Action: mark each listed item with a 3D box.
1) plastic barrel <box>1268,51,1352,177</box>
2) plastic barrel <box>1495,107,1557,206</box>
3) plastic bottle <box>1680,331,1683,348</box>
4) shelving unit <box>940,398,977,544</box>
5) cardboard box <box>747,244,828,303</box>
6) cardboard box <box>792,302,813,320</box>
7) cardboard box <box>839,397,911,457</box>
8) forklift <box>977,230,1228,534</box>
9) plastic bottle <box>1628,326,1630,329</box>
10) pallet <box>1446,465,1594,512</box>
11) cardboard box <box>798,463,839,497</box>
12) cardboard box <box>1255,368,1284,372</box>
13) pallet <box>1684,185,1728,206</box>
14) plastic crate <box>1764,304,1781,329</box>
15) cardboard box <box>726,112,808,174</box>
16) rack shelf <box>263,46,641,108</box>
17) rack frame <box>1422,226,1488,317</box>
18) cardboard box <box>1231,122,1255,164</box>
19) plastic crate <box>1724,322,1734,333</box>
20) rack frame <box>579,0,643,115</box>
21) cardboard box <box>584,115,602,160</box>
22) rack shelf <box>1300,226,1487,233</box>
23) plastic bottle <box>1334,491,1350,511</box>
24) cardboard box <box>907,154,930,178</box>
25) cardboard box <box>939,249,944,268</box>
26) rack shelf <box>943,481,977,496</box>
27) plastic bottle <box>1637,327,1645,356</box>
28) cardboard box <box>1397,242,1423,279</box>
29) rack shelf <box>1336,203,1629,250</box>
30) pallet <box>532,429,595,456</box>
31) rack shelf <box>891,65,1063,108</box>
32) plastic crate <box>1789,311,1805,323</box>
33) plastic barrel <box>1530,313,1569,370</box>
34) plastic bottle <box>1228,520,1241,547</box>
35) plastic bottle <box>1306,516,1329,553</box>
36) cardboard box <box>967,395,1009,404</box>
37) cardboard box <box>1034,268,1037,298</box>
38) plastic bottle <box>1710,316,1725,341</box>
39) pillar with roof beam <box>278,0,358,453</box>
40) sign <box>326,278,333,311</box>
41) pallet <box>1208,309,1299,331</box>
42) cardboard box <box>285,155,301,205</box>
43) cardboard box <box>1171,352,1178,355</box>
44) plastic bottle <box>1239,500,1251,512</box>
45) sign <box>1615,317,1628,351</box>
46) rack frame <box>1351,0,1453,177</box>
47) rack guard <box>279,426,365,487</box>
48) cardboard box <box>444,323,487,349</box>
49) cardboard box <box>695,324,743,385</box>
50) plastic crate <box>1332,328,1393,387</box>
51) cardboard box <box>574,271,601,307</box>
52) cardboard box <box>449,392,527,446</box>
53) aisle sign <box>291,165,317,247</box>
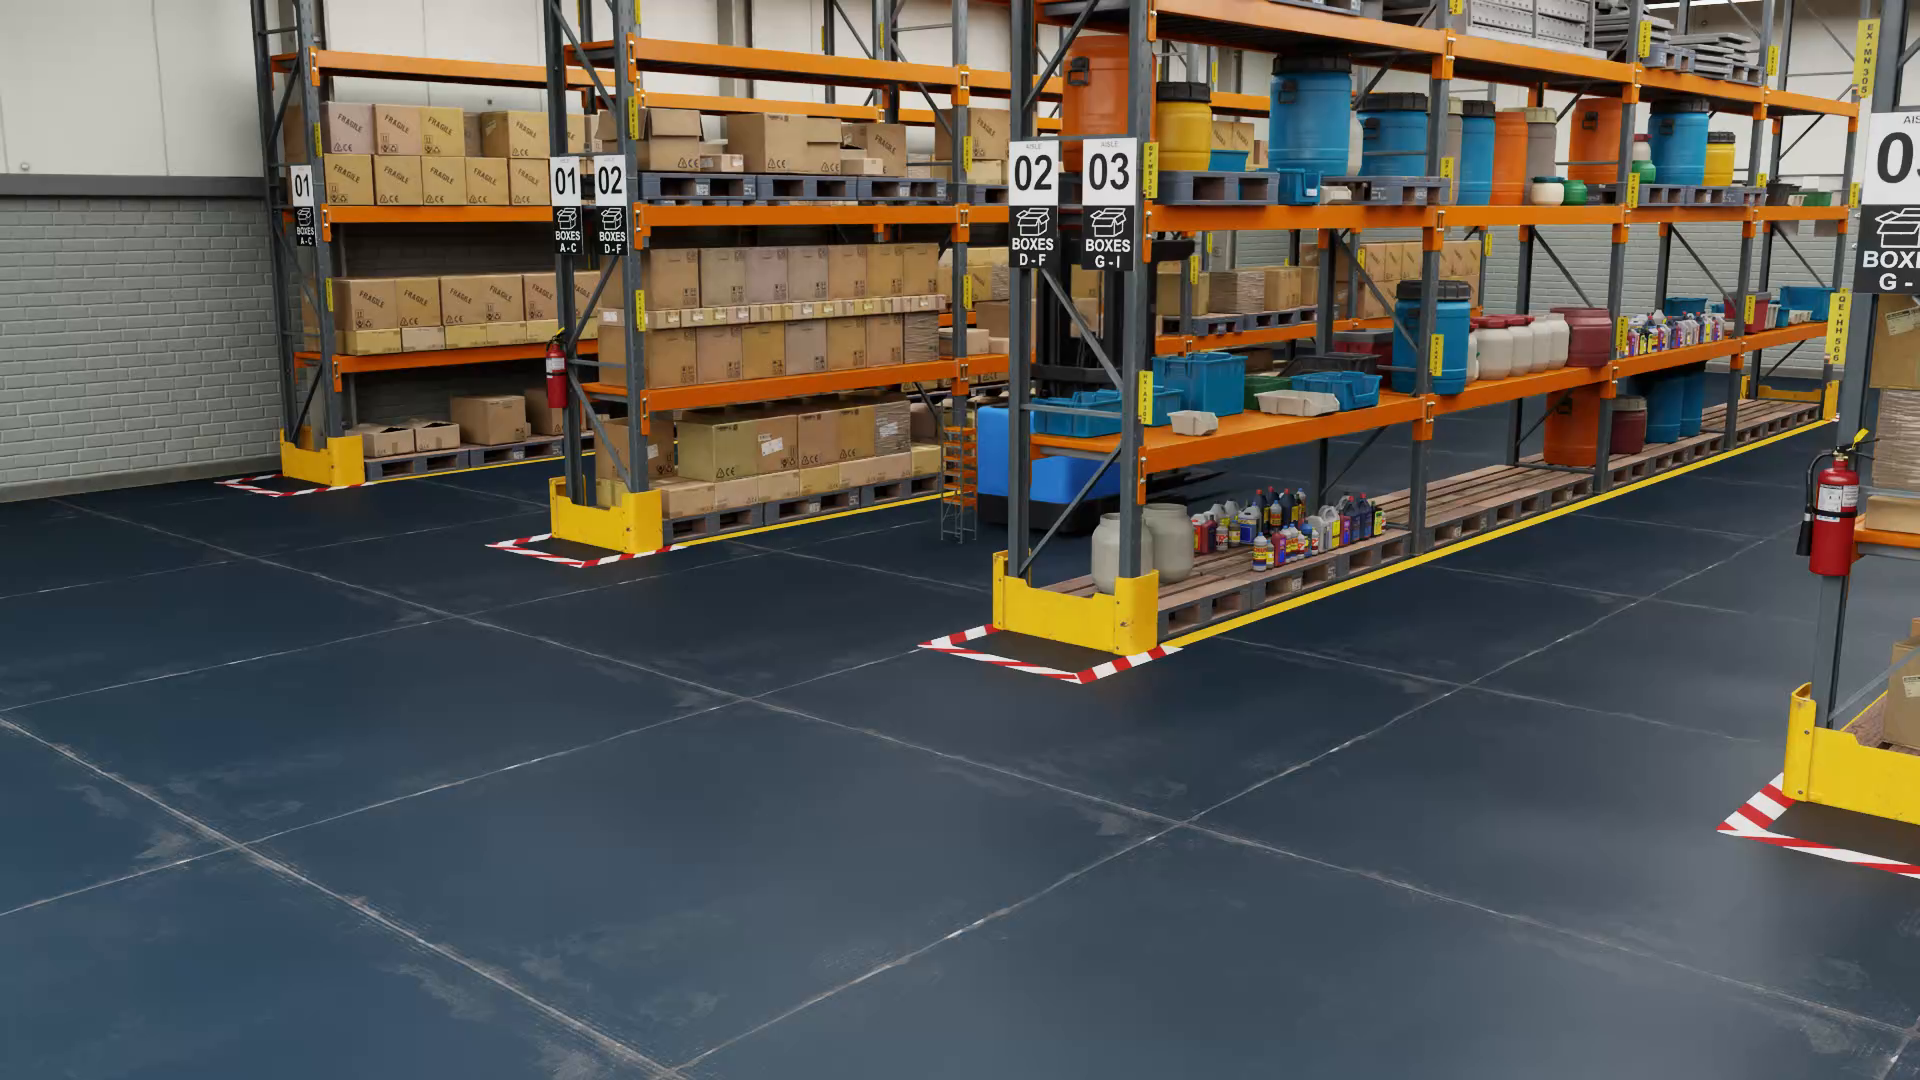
[{"bbox_3d":[2.636,-3.194,12.533,0.600,0.901,0.708,10,15,40],"label":"plastic barrel"},{"bbox_3d":[5.309,-3.616,15.720,0.600,0.901,0.600,0,11,0],"label":"plastic barrel"},{"bbox_3d":[7.765,-2.181,17.980,0.097,0.201,0.097,0,11,0],"label":"plastic bottle"},{"bbox_3d":[-0.010,-0.586,14.083,0.258,1.200,0.189,10,15,40],"label":"shelving unit"},{"bbox_3d":[-1.627,-2.442,15.213,0.700,0.500,0.500,10,15,40],"label":"cardboard box"},{"bbox_3d":[-1.549,-2.079,15.052,0.380,0.149,0.250,10,15,41],"label":"cardboard box"},{"bbox_3d":[-0.825,-1.102,16.101,0.500,0.500,0.500,10,15,40],"label":"cardboard box"},{"bbox_3d":[1.449,-1.721,15.343,1.130,2.935,3.031,9,14,38],"label":"forklift"},{"bbox_3d":[7.404,-2.281,18.479,0.097,0.201,0.097,0,11,0],"label":"plastic bottle"},{"bbox_3d":[5.474,-0.516,16.255,1.003,0.211,1.213,10,15,40],"label":"pallet"},{"bbox_3d":[-1.473,-0.584,15.427,0.500,0.250,0.500,10,15,40],"label":"cardboard box"},{"bbox_3d":[4.162,-1.957,21.608,0.500,0.500,0.500,10,15,41],"label":"cardboard box"},{"bbox_3d":[7.464,-3.664,17.721,1.003,0.211,1.213,10,15,40],"label":"pallet"},{"bbox_3d":[9.801,-2.753,20.485,0.437,0.282,0.530,10,15,40],"label":"plastic crate"},{"bbox_3d":[-1.684,-3.460,14.532,0.500,0.500,0.500,10,15,40],"label":"cardboard box"},{"bbox_3d":[-5.388,-4.978,18.004,1.077,0.370,4.000,10,15,40],"label":"rack shelf"},{"bbox_3d":[7.577,-3.810,25.630,1.000,3.000,0.127,10,15,40],"label":"rack frame"},{"bbox_3d":[3.262,-4.857,20.404,0.500,0.500,0.500,10,15,40],"label":"cardboard box"},{"bbox_3d":[9.069,-2.531,19.744,0.396,0.136,0.243,10,15,40],"label":"plastic crate"},{"bbox_3d":[-4.068,-5.627,19.407,1.000,3.000,0.127,10,15,40],"label":"rack frame"},{"bbox_3d":[-4.195,-4.596,19.046,0.500,0.500,0.500,8,14,36],"label":"cardboard box"},{"bbox_3d":[6.256,-4.634,23.933,1.077,0.370,4.000,10,15,40],"label":"rack shelf"},{"bbox_3d":[3.057,-0.207,13.230,0.144,0.351,0.185,10,15,40],"label":"plastic bottle"},{"bbox_3d":[-0.841,-5.172,23.413,0.700,0.500,0.500,9,14,37],"label":"cardboard box"},{"bbox_3d":[-0.580,-3.958,23.390,0.500,0.250,0.500,9,15,40],"label":"cardboard box"},{"bbox_3d":[-0.010,-0.425,14.115,0.258,0.103,0.180,10,15,40],"label":"rack shelf"},{"bbox_3d":[6.971,-2.039,17.059,0.061,0.283,0.133,10,15,40],"label":"plastic bottle"},{"bbox_3d":[6.479,-4.022,23.880,0.500,0.500,0.500,10,15,42],"label":"cardboard box"},{"bbox_3d":[4.694,-2.816,14.831,1.077,0.370,4.000,10,15,40],"label":"rack shelf"},{"bbox_3d":[-4.485,-1.214,19.750,1.003,0.211,1.213,10,15,40],"label":"pallet"},{"bbox_3d":[0.976,-4.732,17.786,1.077,0.370,4.000,10,15,40],"label":"rack shelf"},{"bbox_3d":[10.690,-2.885,21.519,0.396,0.136,0.243,10,15,40],"label":"plastic crate"},{"bbox_3d":[5.495,-1.868,15.621,0.421,0.512,0.421,0,11,0],"label":"plastic barrel"},{"bbox_3d":[2.121,-0.055,12.851,0.097,0.201,0.097,0,11,0],"label":"plastic bottle"},{"bbox_3d":[2.715,-0.053,12.647,0.152,0.276,0.135,10,15,41],"label":"plastic bottle"},{"bbox_3d":[0.377,-1.424,18.201,0.500,0.311,0.500,10,15,40],"label":"cardboard box"},{"bbox_3d":[1.097,-3.966,25.343,0.500,0.500,0.500,9,15,39],"label":"cardboard box"},{"bbox_3d":[8.637,-2.420,18.987,0.152,0.276,0.135,10,15,40],"label":"plastic bottle"},{"bbox_3d":[-3.663,-4.696,14.749,9.100,9.000,0.400,10,15,40],"label":"pillar with roof beam"},{"bbox_3d":[-6.301,-2.451,16.612,0.100,0.325,0.005,10,15,40],"label":"sign"},{"bbox_3d":[3.576,-2.826,21.191,1.003,0.211,1.213,10,15,40],"label":"pallet"},{"bbox_3d":[-6.623,-3.720,17.214,0.500,0.500,0.500,-11,16,-43],"label":"cardboard box"},{"bbox_3d":[3.466,-3.314,28.457,0.700,0.500,0.500,10,15,40],"label":"cardboard box"},{"bbox_3d":[2.264,-0.176,13.244,0.061,0.283,0.133,11,15,43],"label":"plastic bottle"},{"bbox_3d":[6.432,-2.002,16.161,0.100,0.325,0.005,10,15,40],"label":"sign"},{"bbox_3d":[3.374,-4.346,12.994,1.000,3.000,0.127,10,15,40],"label":"rack frame"},{"bbox_3d":[-6.658,-0.882,17.349,1.175,0.500,0.348,10,15,40],"label":"rack guard"},{"bbox_3d":[-5.475,-2.216,17.978,0.500,0.250,0.500,9,15,39],"label":"cardboard box"},{"bbox_3d":[-2.324,-1.650,14.560,0.700,0.500,0.500,10,15,42],"label":"cardboard box"},{"bbox_3d":[3.463,-1.546,14.130,0.402,0.464,0.583,10,15,40],"label":"plastic crate"},{"bbox_3d":[-4.148,-2.879,19.385,0.500,0.500,0.500,10,15,40],"label":"cardboard box"},{"bbox_3d":[-5.286,-1.362,18.629,0.700,0.500,0.500,9,14,37],"label":"cardboard box"},{"bbox_3d":[-6.531,-3.322,16.546,0.394,0.787,0.004,10,15,40],"label":"aisle sign"}]
